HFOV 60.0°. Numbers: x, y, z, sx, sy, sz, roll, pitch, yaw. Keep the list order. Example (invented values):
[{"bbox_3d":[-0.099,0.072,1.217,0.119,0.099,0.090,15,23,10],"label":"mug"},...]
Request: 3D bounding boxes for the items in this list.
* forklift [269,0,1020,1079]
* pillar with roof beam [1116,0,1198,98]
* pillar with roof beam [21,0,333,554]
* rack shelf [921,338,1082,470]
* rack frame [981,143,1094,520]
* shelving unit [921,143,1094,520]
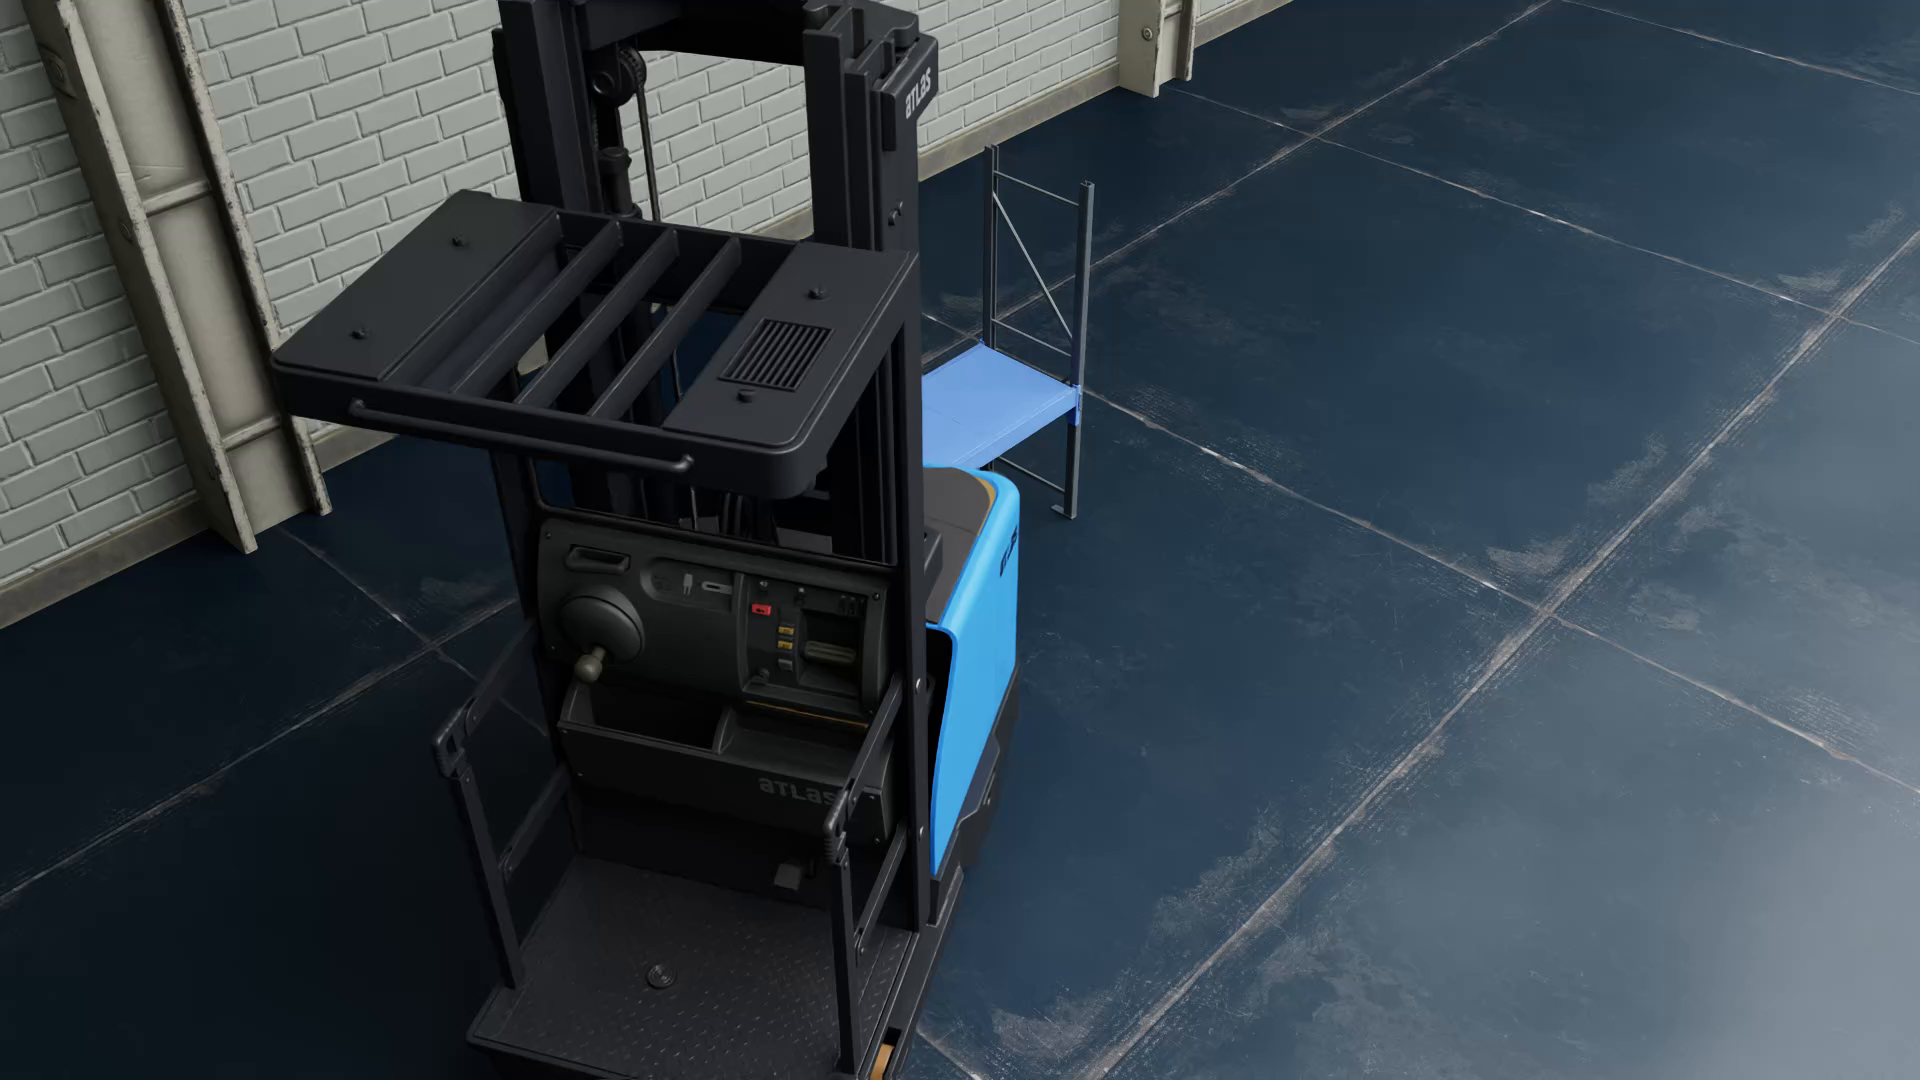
[{"bbox_3d":[-0.690,0.287,4.034,1.130,2.935,3.031,10,40,12],"label":"forklift"},{"bbox_3d":[4.377,-4.567,5.263,9.100,9.000,0.400,30,47,32],"label":"pillar with roof beam"},{"bbox_3d":[0.329,-1.811,1.797,9.100,9.000,0.400,30,47,32],"label":"pillar with roof beam"},{"bbox_3d":[-0.058,-0.407,6.346,0.538,0.185,1.000,30,47,32],"label":"rack shelf"},{"bbox_3d":[0.285,-0.781,6.528,0.500,1.500,0.032,30,47,32],"label":"rack frame"},{"bbox_3d":[-0.058,-0.548,6.234,0.538,1.500,1.048,30,47,32],"label":"shelving unit"}]
